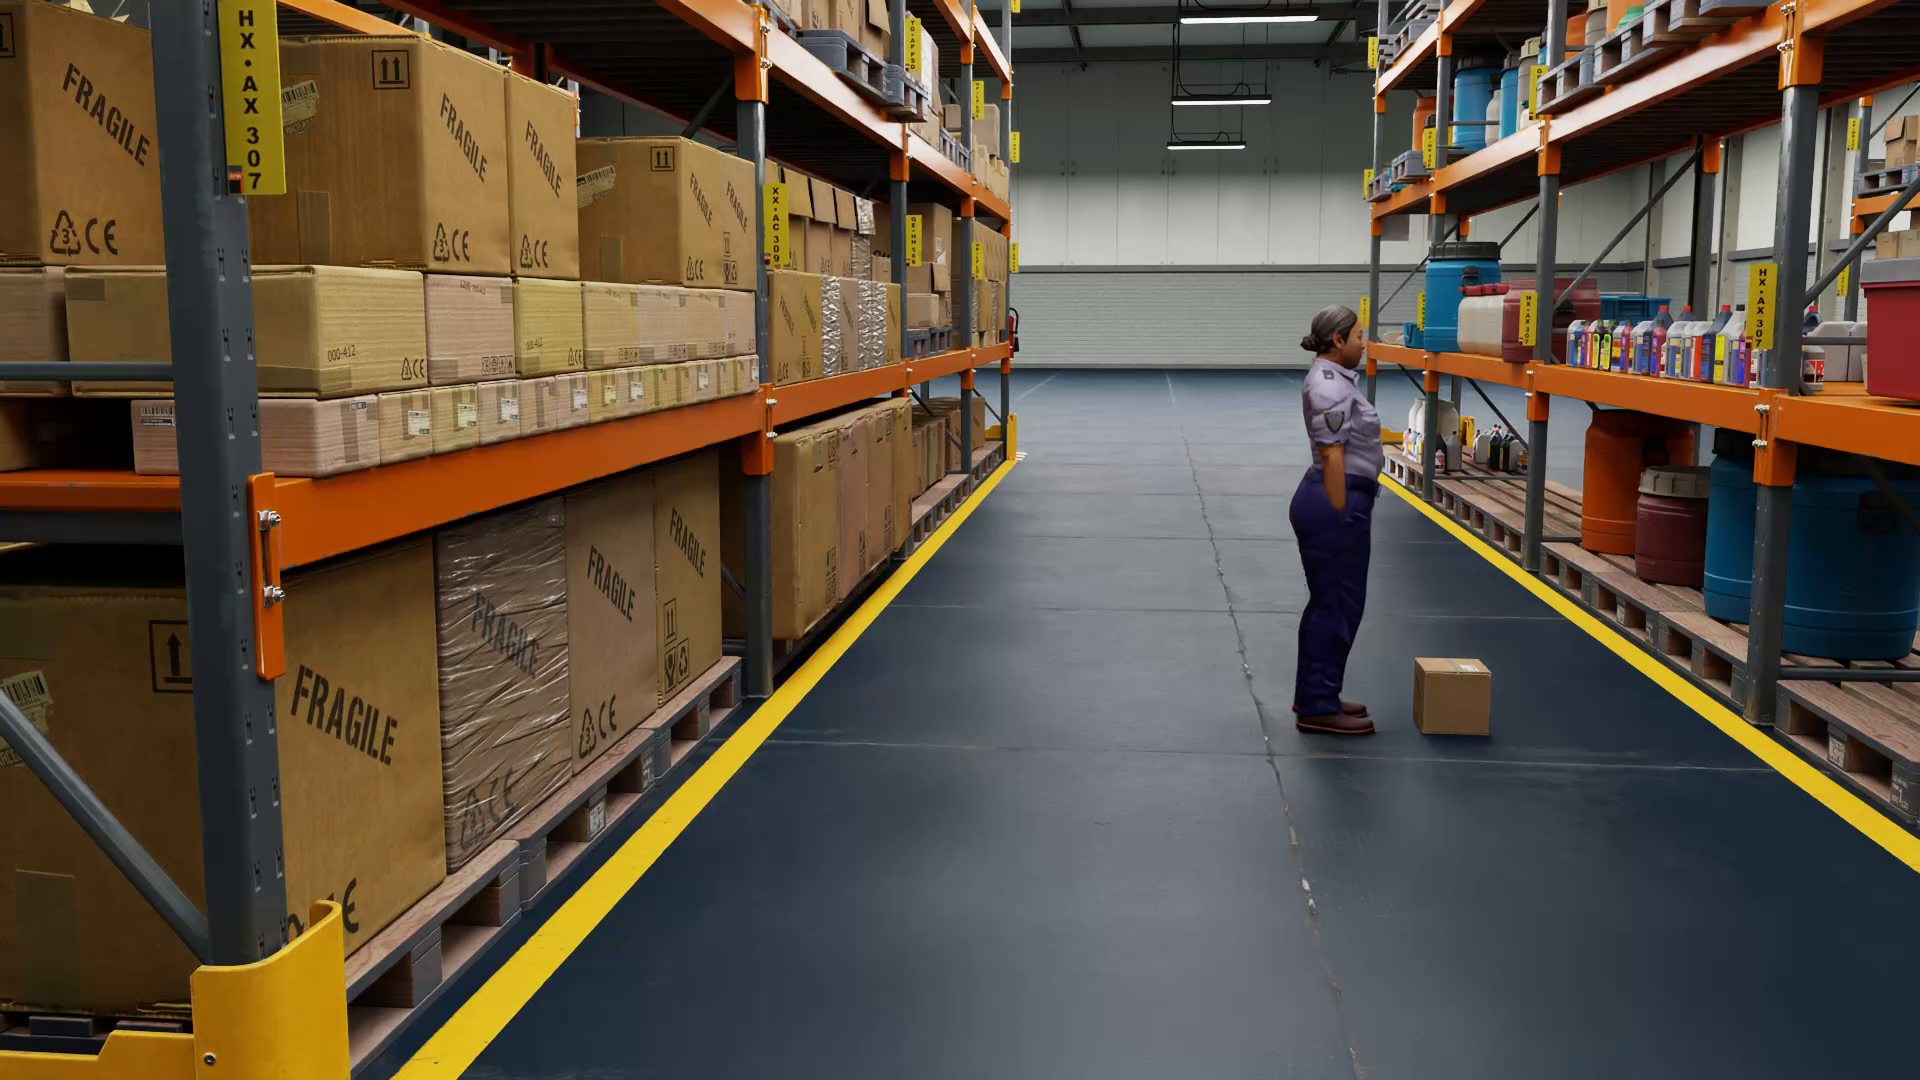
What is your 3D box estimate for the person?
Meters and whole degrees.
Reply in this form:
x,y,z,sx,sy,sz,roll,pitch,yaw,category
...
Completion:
x,y,z,sx,sy,sz,roll,pitch,yaw,category
1.465,-0.085,6.497,0.343,1.651,0.467,1,8,8,person
